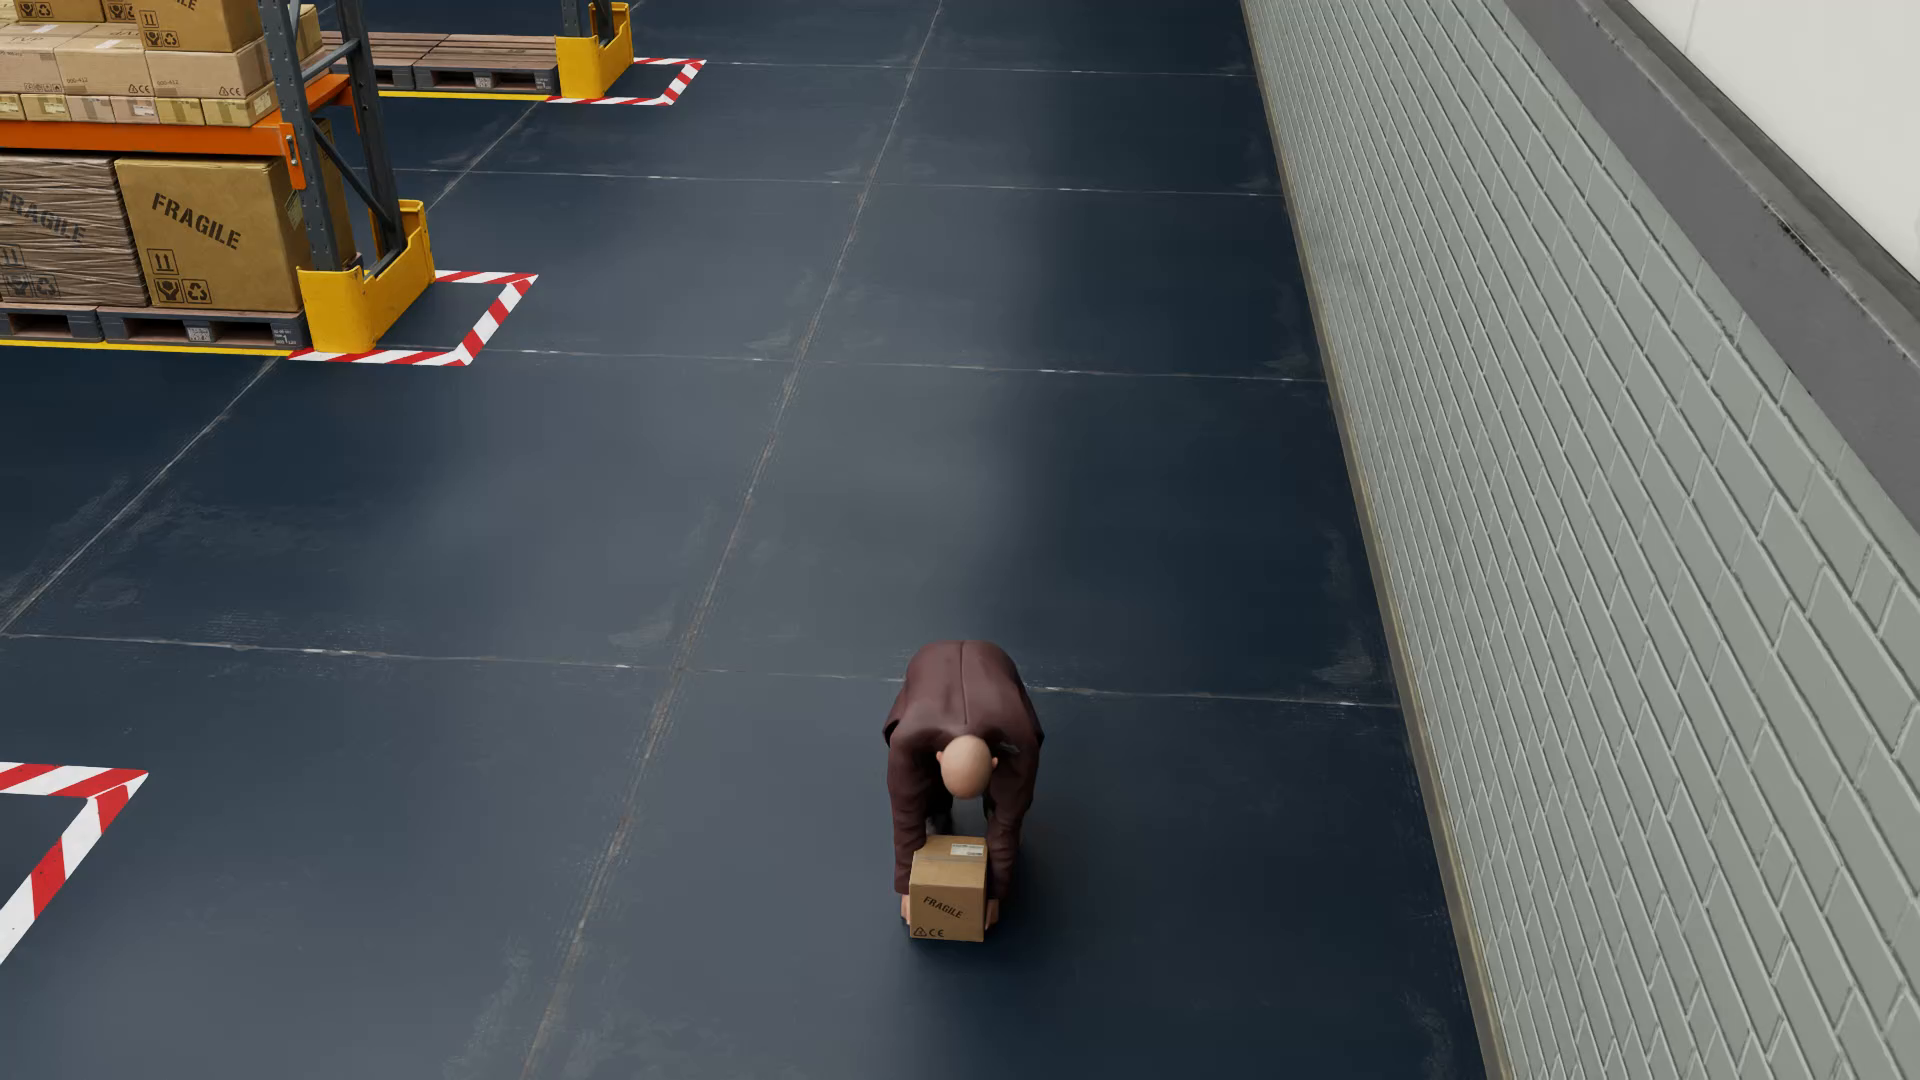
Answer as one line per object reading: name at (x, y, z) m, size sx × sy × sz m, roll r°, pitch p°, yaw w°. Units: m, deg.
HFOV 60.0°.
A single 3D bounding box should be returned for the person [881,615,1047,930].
person at (0.009, 0.772, 5.803) m, size 0.583 × 0.863 × 0.953 m, roll 2°, pitch 32°, yaw 3°
